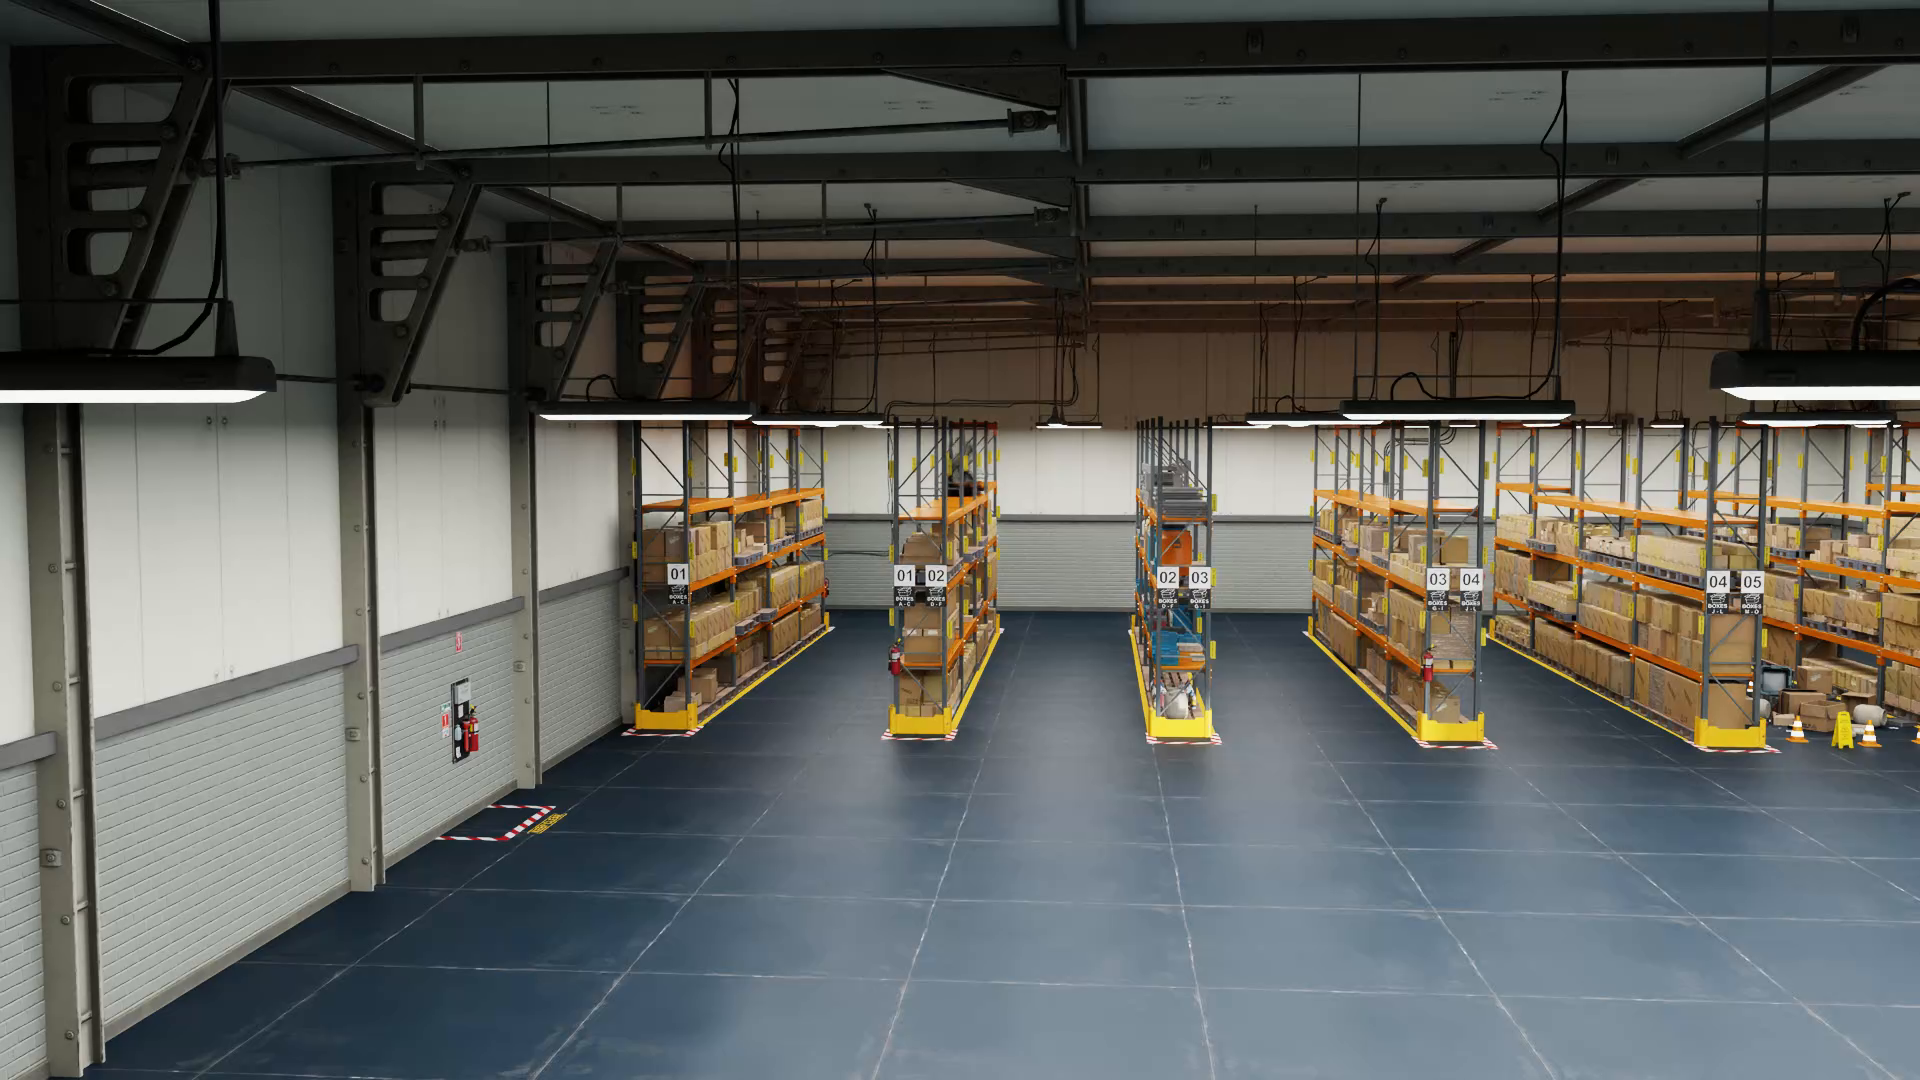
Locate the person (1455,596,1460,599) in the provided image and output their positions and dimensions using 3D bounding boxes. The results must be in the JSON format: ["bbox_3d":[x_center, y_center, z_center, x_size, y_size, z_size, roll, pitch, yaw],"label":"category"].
[{"bbox_3d":[13.450,1.935,45.443,0.638,1.609,0.940,1,4,13],"label":"person"}]
